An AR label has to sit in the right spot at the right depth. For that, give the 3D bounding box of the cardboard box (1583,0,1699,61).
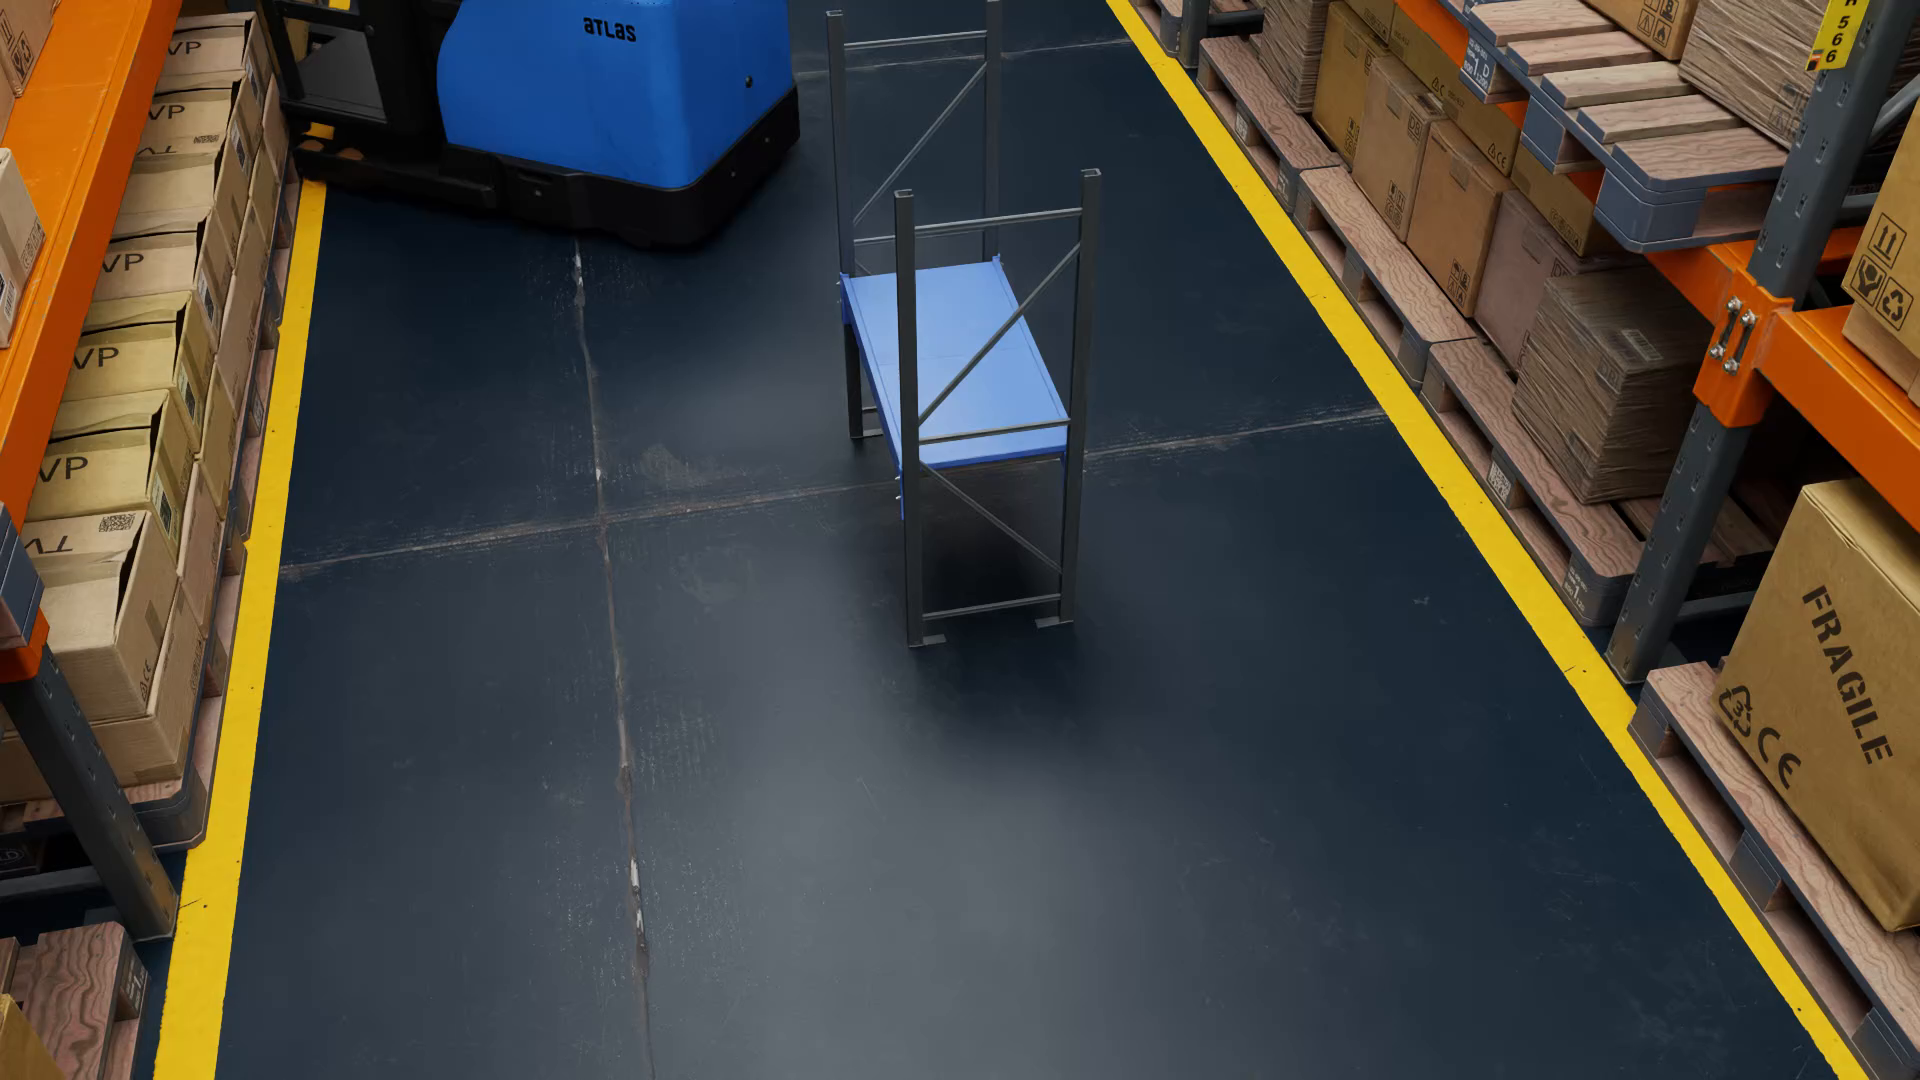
[{"bbox_3d":[2.123,-1.674,4.470,0.700,0.500,0.500,-12,43,-13],"label":"cardboard box"}]

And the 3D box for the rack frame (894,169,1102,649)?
[{"bbox_3d":[0.091,-0.287,4.443,0.500,1.500,0.032,-8,42,-9],"label":"rack frame"}]

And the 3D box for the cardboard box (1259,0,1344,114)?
[{"bbox_3d":[1.693,-2.158,6.973,0.700,0.500,0.500,-7,42,-8],"label":"cardboard box"}]

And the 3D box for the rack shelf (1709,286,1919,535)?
[{"bbox_3d":[2.813,0.755,2.682,1.077,0.370,4.000,-8,42,-9],"label":"rack shelf"}]

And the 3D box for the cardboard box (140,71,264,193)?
[{"bbox_3d":[-2.832,-1.472,5.981,0.500,0.311,0.500,-7,42,-8],"label":"cardboard box"}]

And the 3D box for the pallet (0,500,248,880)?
[{"bbox_3d":[-2.594,0.405,4.634,1.003,0.211,1.213,-8,42,-9],"label":"pallet"}]

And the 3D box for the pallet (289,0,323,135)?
[{"bbox_3d":[-3.449,-2.170,7.535,1.003,0.211,1.213,-8,42,-9],"label":"pallet"}]

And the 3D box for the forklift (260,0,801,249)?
[{"bbox_3d":[-2.249,-2.853,6.256,3.031,2.935,1.130,15,44,16],"label":"forklift"}]

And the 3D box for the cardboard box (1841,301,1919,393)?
[{"bbox_3d":[2.226,-0.477,3.702,0.380,0.149,0.250,-9,42,-10],"label":"cardboard box"}]

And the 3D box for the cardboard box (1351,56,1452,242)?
[{"bbox_3d":[1.924,-1.494,6.225,0.700,0.500,0.500,-8,42,-9],"label":"cardboard box"}]

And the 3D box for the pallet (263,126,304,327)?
[{"bbox_3d":[-3.121,-1.176,6.416,1.003,0.211,1.213,-8,42,-9],"label":"pallet"}]

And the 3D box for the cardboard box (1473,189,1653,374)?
[{"bbox_3d":[2.177,-0.850,5.499,0.700,0.500,0.500,-8,42,-9],"label":"cardboard box"}]

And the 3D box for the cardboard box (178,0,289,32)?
[{"bbox_3d":[-3.112,-2.446,6.936,0.500,0.500,0.500,-8,42,-9],"label":"cardboard box"}]

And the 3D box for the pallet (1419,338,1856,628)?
[{"bbox_3d":[2.214,-0.274,5.400,1.003,0.211,1.213,-8,42,-9],"label":"pallet"}]

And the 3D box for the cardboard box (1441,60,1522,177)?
[{"bbox_3d":[1.997,-1.491,5.657,0.500,0.250,0.500,-9,42,-9],"label":"cardboard box"}]

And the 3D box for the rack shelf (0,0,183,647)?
[{"bbox_3d":[-2.886,-1.126,4.800,1.077,0.370,4.000,-8,42,-9],"label":"rack shelf"}]

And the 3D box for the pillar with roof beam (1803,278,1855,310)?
[{"bbox_3d":[-1.258,-3.404,2.306,9.100,9.000,0.400,-8,42,-9],"label":"pillar with roof beam"}]

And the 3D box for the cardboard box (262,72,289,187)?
[{"bbox_3d":[-2.946,-1.593,6.539,0.500,0.250,0.500,-9,42,-10],"label":"cardboard box"}]

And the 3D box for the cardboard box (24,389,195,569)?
[{"bbox_3d":[-2.403,-0.158,4.500,0.500,0.311,0.500,-9,42,-10],"label":"cardboard box"}]

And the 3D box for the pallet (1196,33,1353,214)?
[{"bbox_3d":[1.688,-1.856,7.182,1.003,0.211,1.213,-8,42,-9],"label":"pallet"}]

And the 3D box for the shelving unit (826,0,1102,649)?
[{"bbox_3d":[-0.018,-0.616,4.814,0.538,1.500,1.048,-8,42,-9],"label":"shelving unit"}]

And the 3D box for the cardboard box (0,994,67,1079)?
[{"bbox_3d":[-2.024,1.245,3.140,0.500,0.500,0.500,-7,42,-8],"label":"cardboard box"}]

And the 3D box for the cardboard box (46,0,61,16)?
[{"bbox_3d":[-3.055,-1.887,5.041,0.500,0.500,0.500,-6,42,-6],"label":"cardboard box"}]

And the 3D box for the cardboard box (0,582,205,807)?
[{"bbox_3d":[-2.281,0.392,4.304,0.500,0.250,0.500,-8,42,-9],"label":"cardboard box"}]

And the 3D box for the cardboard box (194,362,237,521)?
[{"bbox_3d":[-2.508,-0.270,5.050,0.500,0.250,0.500,-9,42,-10],"label":"cardboard box"}]

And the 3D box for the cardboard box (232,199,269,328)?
[{"bbox_3d":[-2.727,-0.933,5.796,0.500,0.250,0.500,-7,42,-8],"label":"cardboard box"}]

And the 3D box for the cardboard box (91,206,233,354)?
[{"bbox_3d":[-2.622,-0.822,5.248,0.500,0.311,0.500,-9,42,-10],"label":"cardboard box"}]

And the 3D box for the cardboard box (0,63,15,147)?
[{"bbox_3d":[-2.833,-1.221,4.291,0.500,0.500,0.500,-10,43,-12],"label":"cardboard box"}]

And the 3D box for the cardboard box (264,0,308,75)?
[{"bbox_3d":[-3.122,-2.164,7.183,0.500,0.250,0.500,-8,42,-9],"label":"cardboard box"}]

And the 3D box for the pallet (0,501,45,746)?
[{"bbox_3d":[-2.240,0.403,2.681,1.213,0.211,1.003,-8,42,-9],"label":"pallet"}]

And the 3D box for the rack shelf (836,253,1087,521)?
[{"bbox_3d":[-0.018,-0.482,4.934,0.538,0.185,1.000,-8,42,-9],"label":"rack shelf"}]

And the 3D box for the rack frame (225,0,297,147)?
[{"bbox_3d":[-3.318,-2.691,6.022,1.000,3.000,0.127,-8,42,-9],"label":"rack frame"}]

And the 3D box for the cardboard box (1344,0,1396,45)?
[{"bbox_3d":[1.792,-2.154,6.403,0.500,0.250,0.500,-9,42,-10],"label":"cardboard box"}]

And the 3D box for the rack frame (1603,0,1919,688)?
[{"bbox_3d":[2.381,-0.810,3.903,1.000,3.000,0.127,-8,42,-9],"label":"rack frame"}]

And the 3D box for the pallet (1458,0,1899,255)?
[{"bbox_3d":[2.124,-1.185,4.470,1.213,0.211,1.003,-8,42,-9],"label":"pallet"}]
